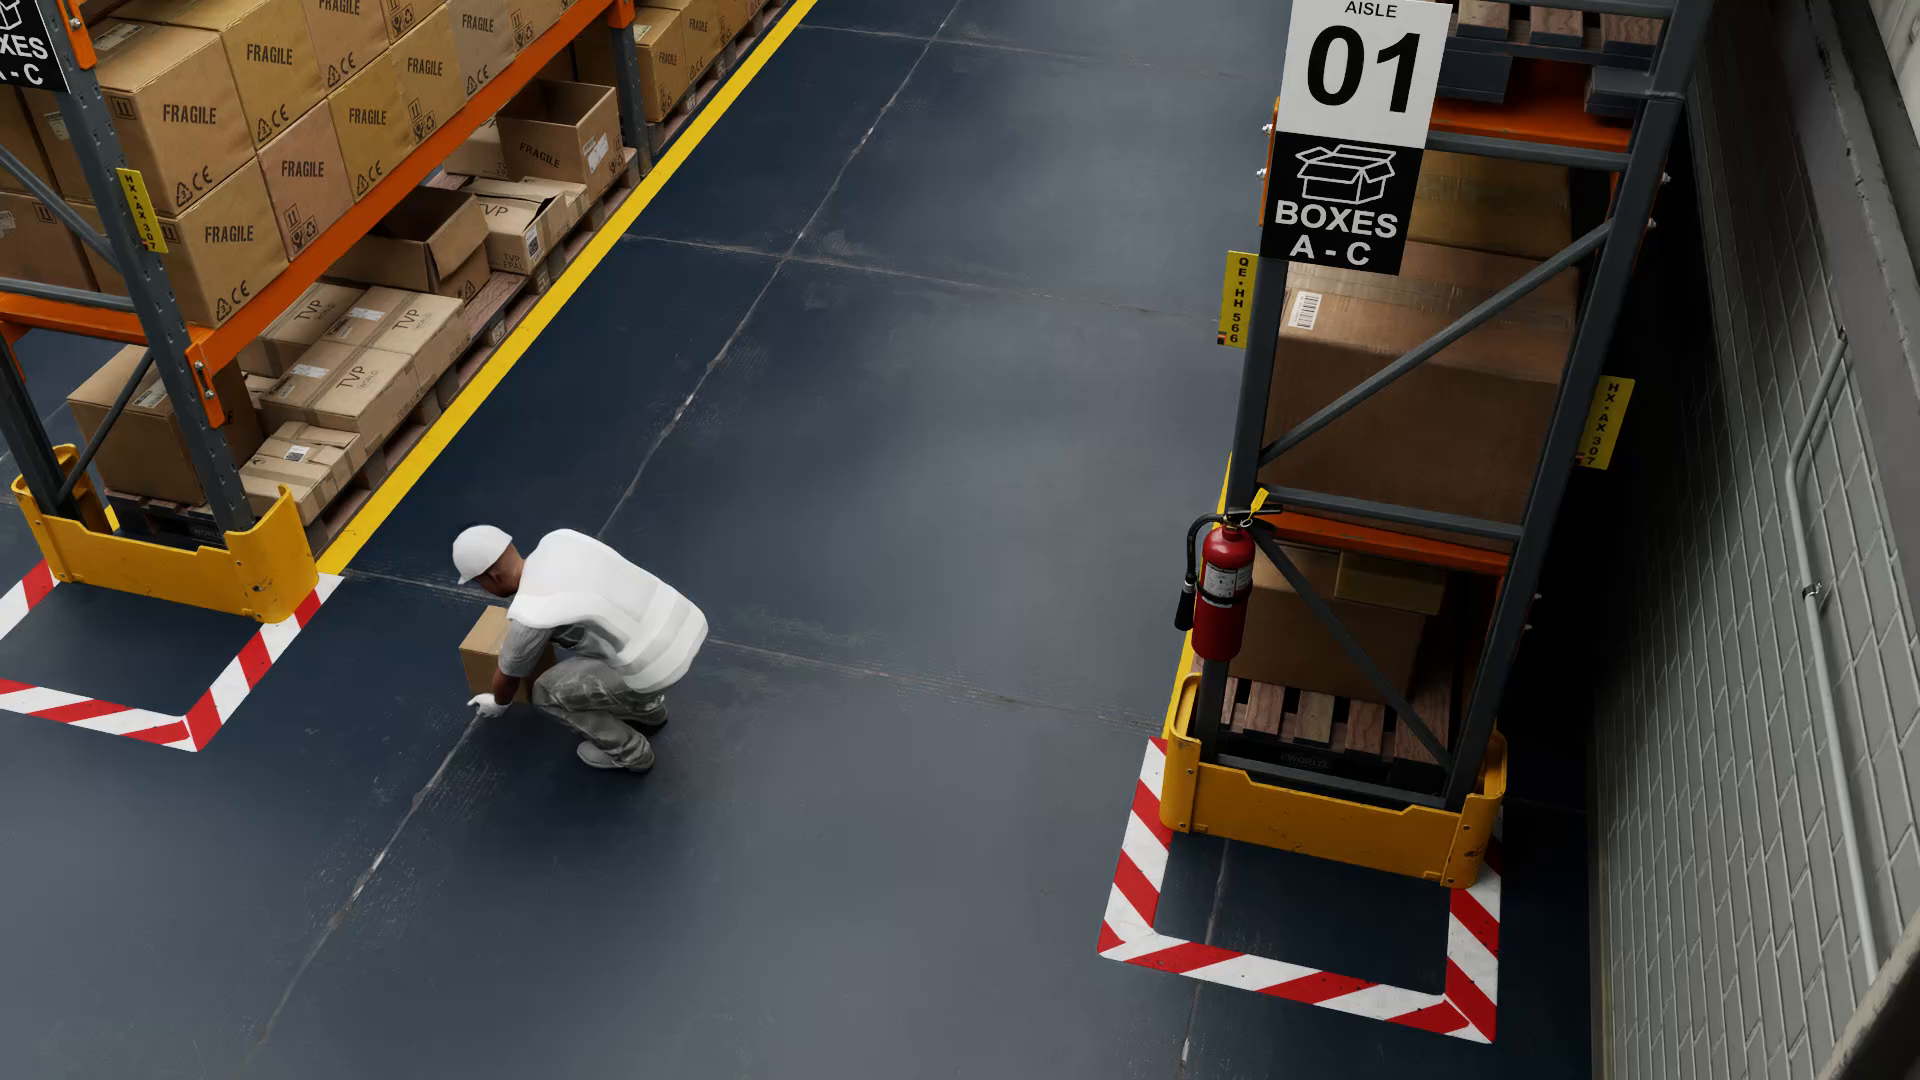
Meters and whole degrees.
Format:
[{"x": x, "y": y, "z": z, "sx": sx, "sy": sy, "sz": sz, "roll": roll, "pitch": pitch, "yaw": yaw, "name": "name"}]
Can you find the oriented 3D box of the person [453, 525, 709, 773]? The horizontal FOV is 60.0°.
[{"x": -1.421, "y": 0.395, "z": 6.258, "sx": 0.904, "sy": 1.038, "sz": 0.572, "roll": 10, "pitch": 42, "yaw": 11, "name": "person"}]
